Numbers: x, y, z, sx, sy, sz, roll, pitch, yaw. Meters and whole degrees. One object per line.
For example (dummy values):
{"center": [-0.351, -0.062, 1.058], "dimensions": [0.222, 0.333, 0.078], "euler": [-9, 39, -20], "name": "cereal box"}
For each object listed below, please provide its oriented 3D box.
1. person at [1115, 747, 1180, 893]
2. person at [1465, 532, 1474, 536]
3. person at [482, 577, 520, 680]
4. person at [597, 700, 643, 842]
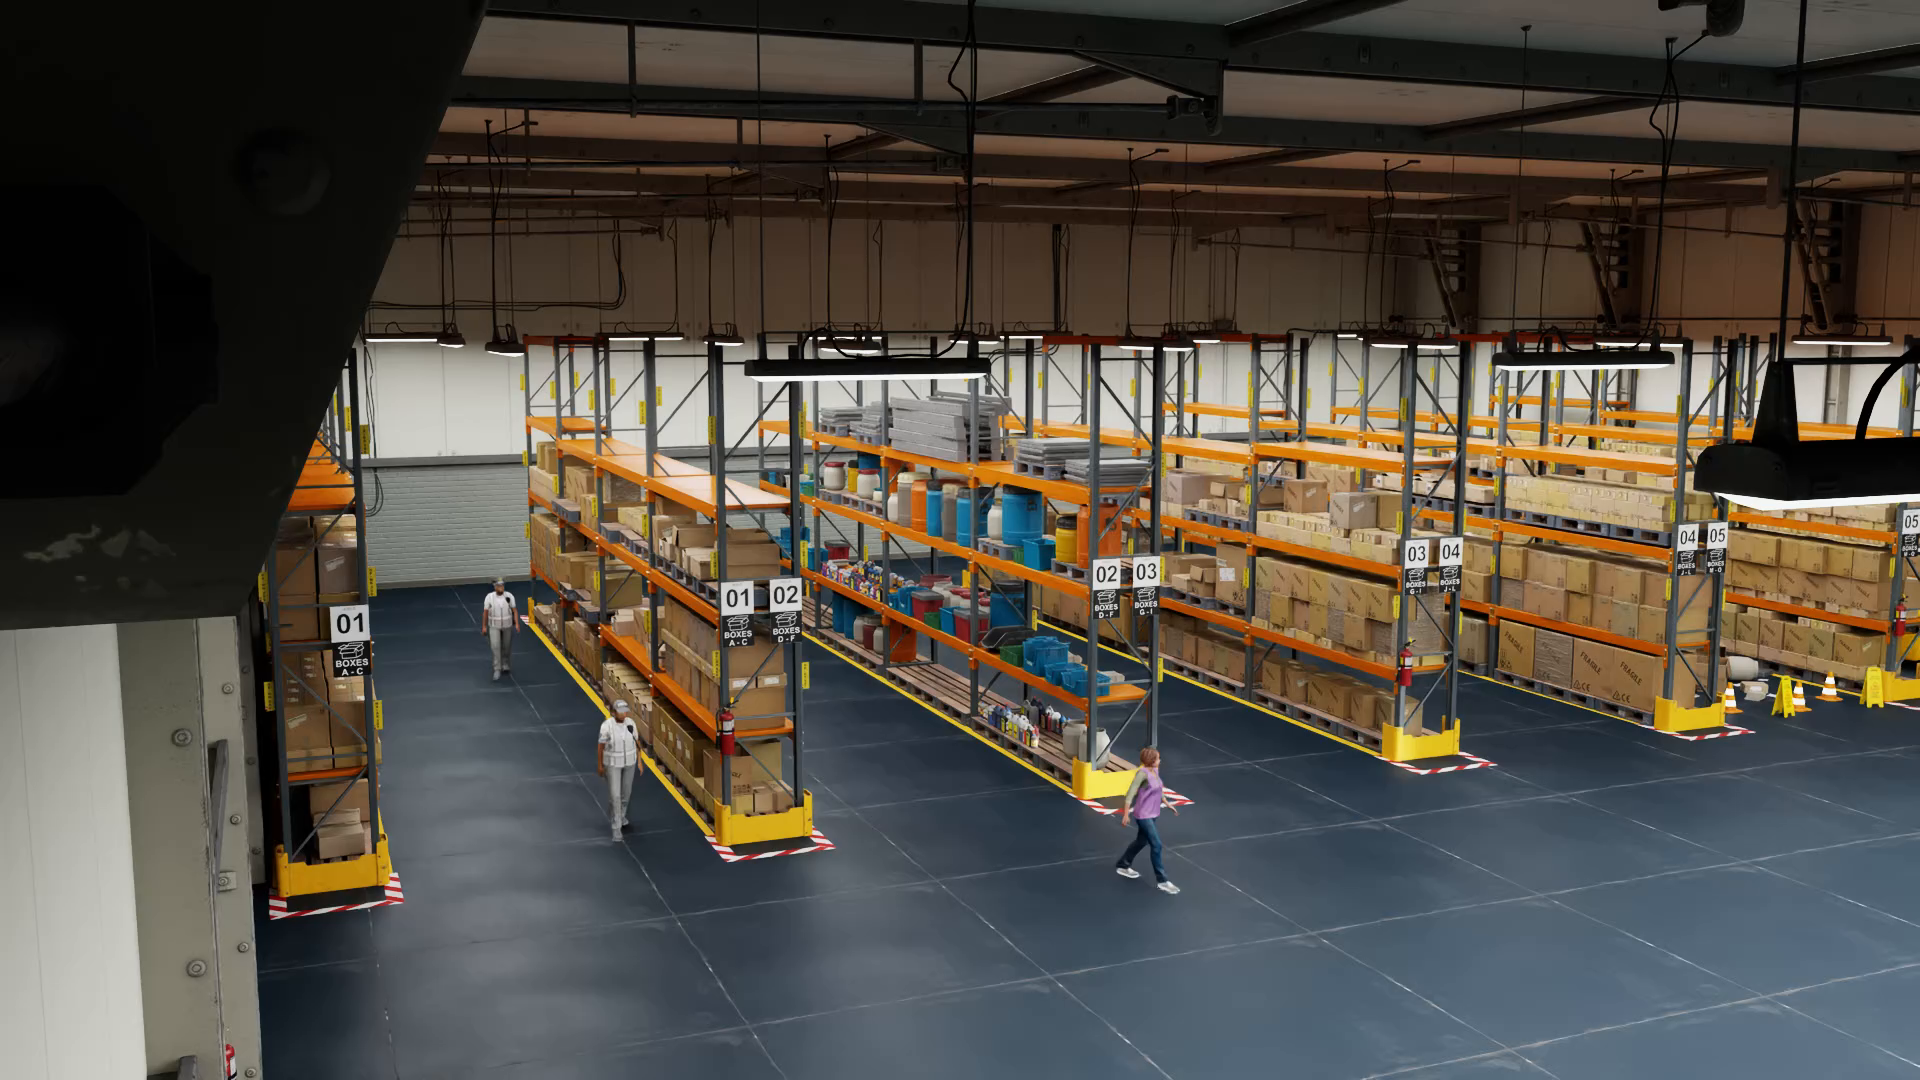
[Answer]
{"center": [2.122, 3.094, 18.629], "dimensions": [0.823, 1.574, 0.542], "euler": [3, 8, 24], "name": "person"}
{"center": [10.963, 0.704, 35.841], "dimensions": [0.596, 1.763, 0.873], "euler": [-7, 11, -44], "name": "person"}
{"center": [-8.148, 1.525, 29.534], "dimensions": [0.631, 1.735, 0.956], "euler": [-3, 8, -21], "name": "person"}
{"center": [-4.183, 2.794, 20.546], "dimensions": [0.518, 1.660, 0.778], "euler": [-5, 9, -34], "name": "person"}
